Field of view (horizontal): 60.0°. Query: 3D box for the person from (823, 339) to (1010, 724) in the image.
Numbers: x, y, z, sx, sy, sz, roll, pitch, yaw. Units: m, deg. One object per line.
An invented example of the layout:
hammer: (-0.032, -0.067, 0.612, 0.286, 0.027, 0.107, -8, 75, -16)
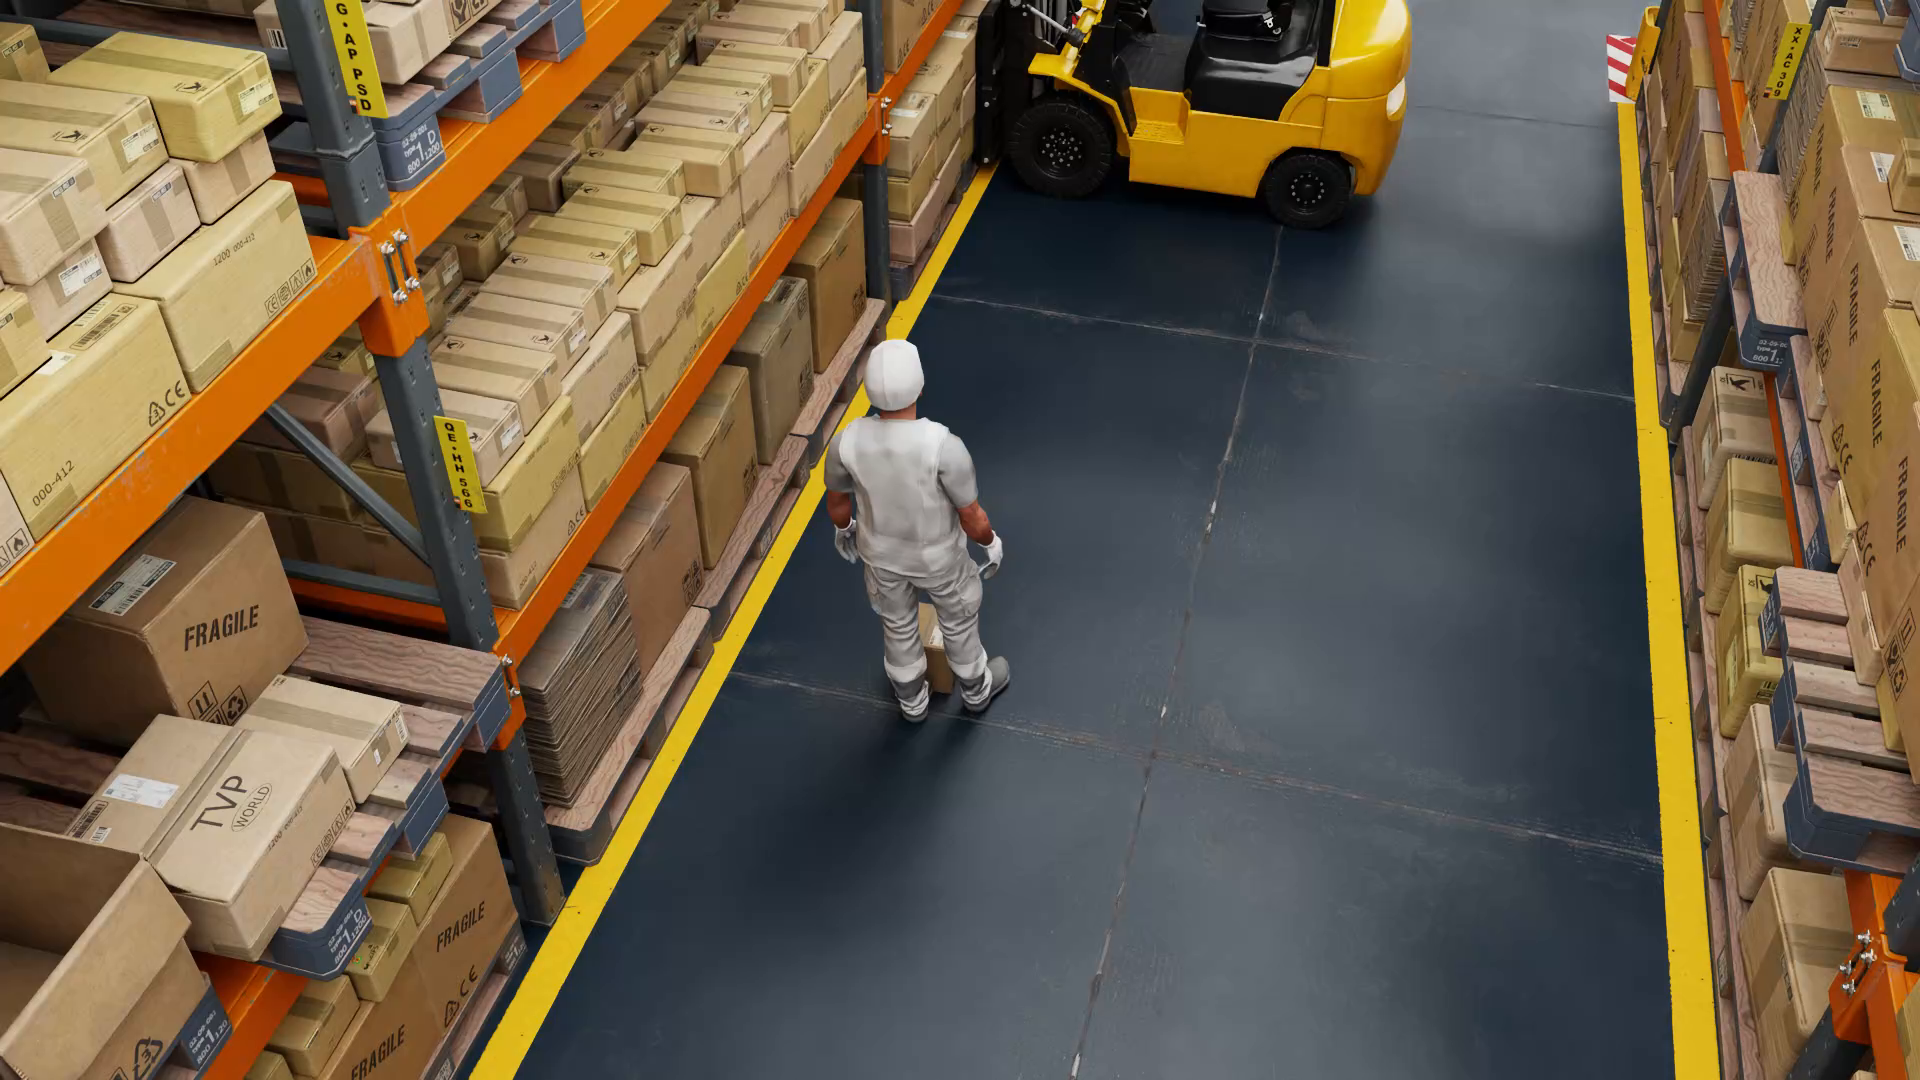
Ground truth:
person: (-0.144, -0.024, 6.153, 0.637, 1.788, 0.564, 10, 42, 11)
